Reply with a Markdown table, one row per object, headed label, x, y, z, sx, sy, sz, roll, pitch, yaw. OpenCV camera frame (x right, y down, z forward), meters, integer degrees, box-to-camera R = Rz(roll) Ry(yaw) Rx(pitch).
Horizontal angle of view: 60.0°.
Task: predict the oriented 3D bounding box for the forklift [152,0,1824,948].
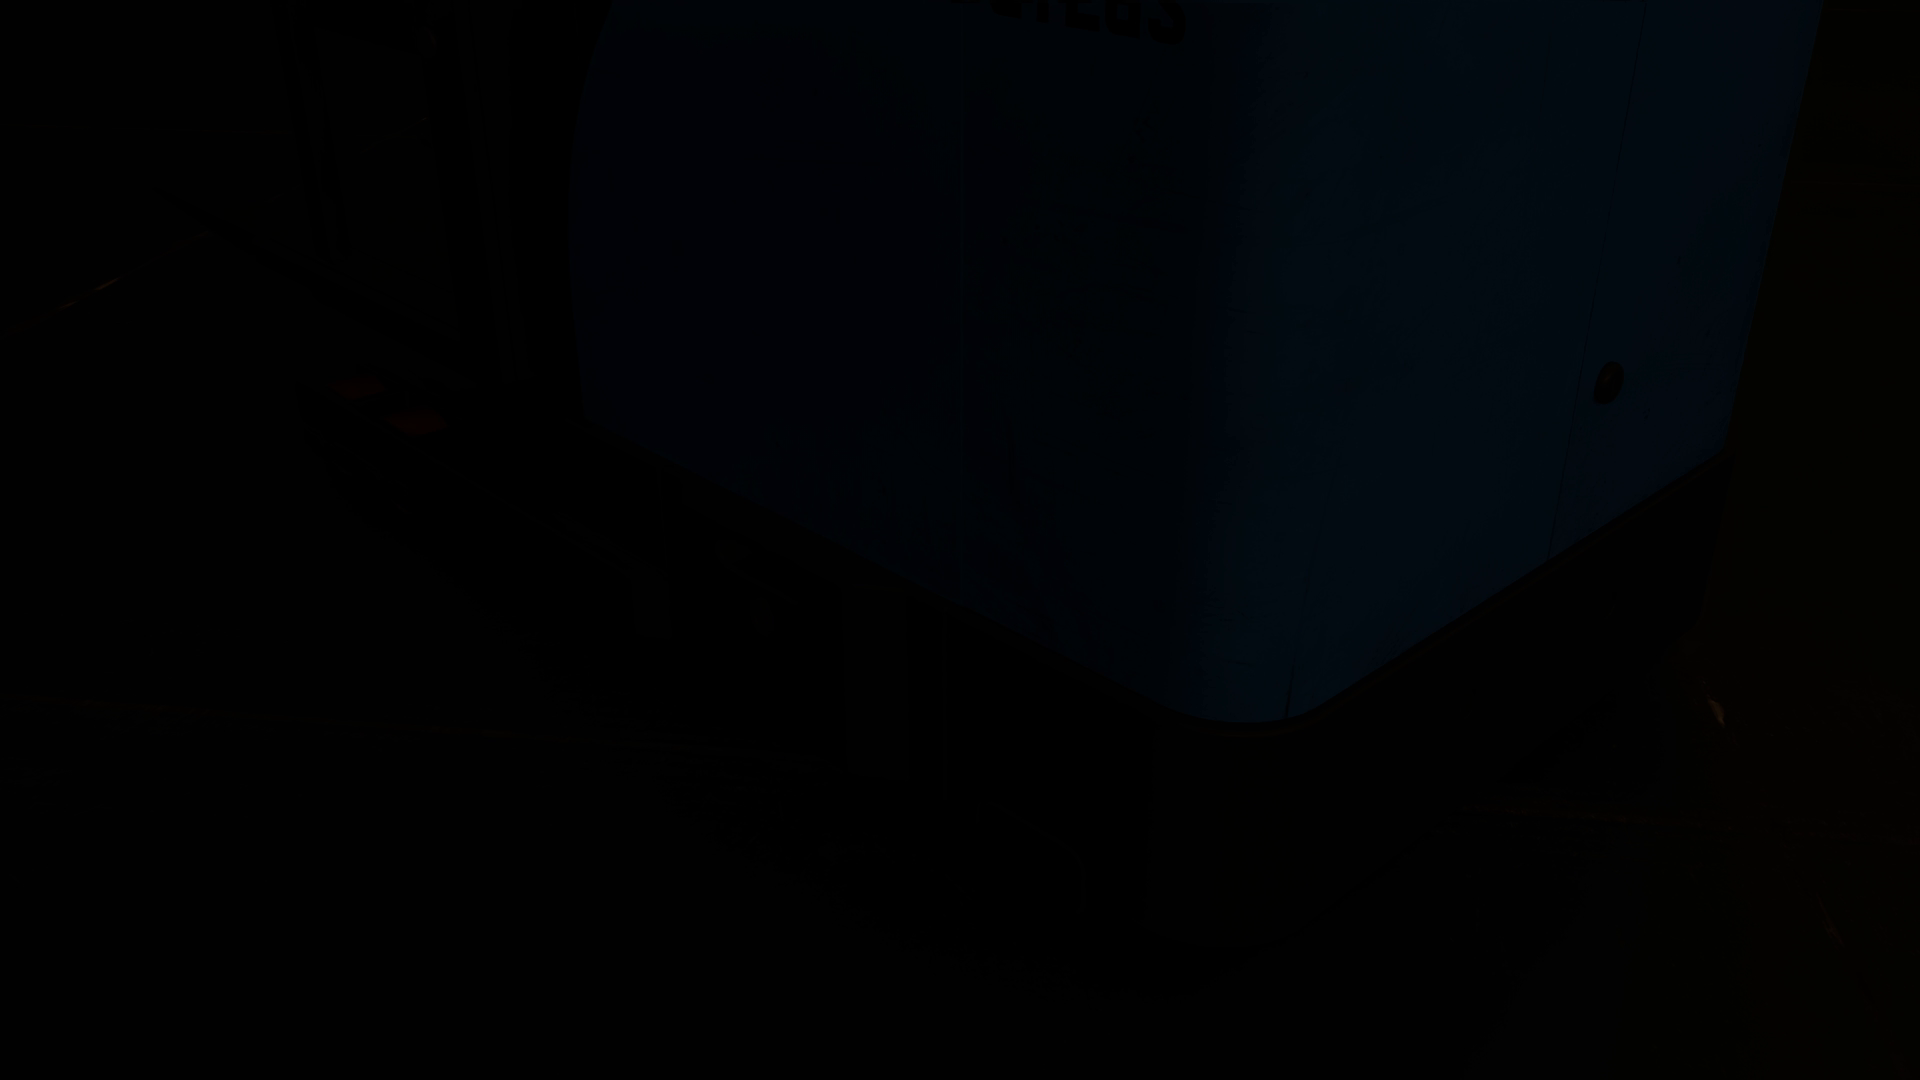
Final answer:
| label | x | y | z | sx | sy | sz | roll | pitch | yaw |
| --- | --- | --- | --- | --- | --- | --- | --- | --- | --- |
| forklift | -0.424 | -1.491 | 2.206 | 1.130 | 2.935 | 3.031 | -23 | 35 | -38 |
